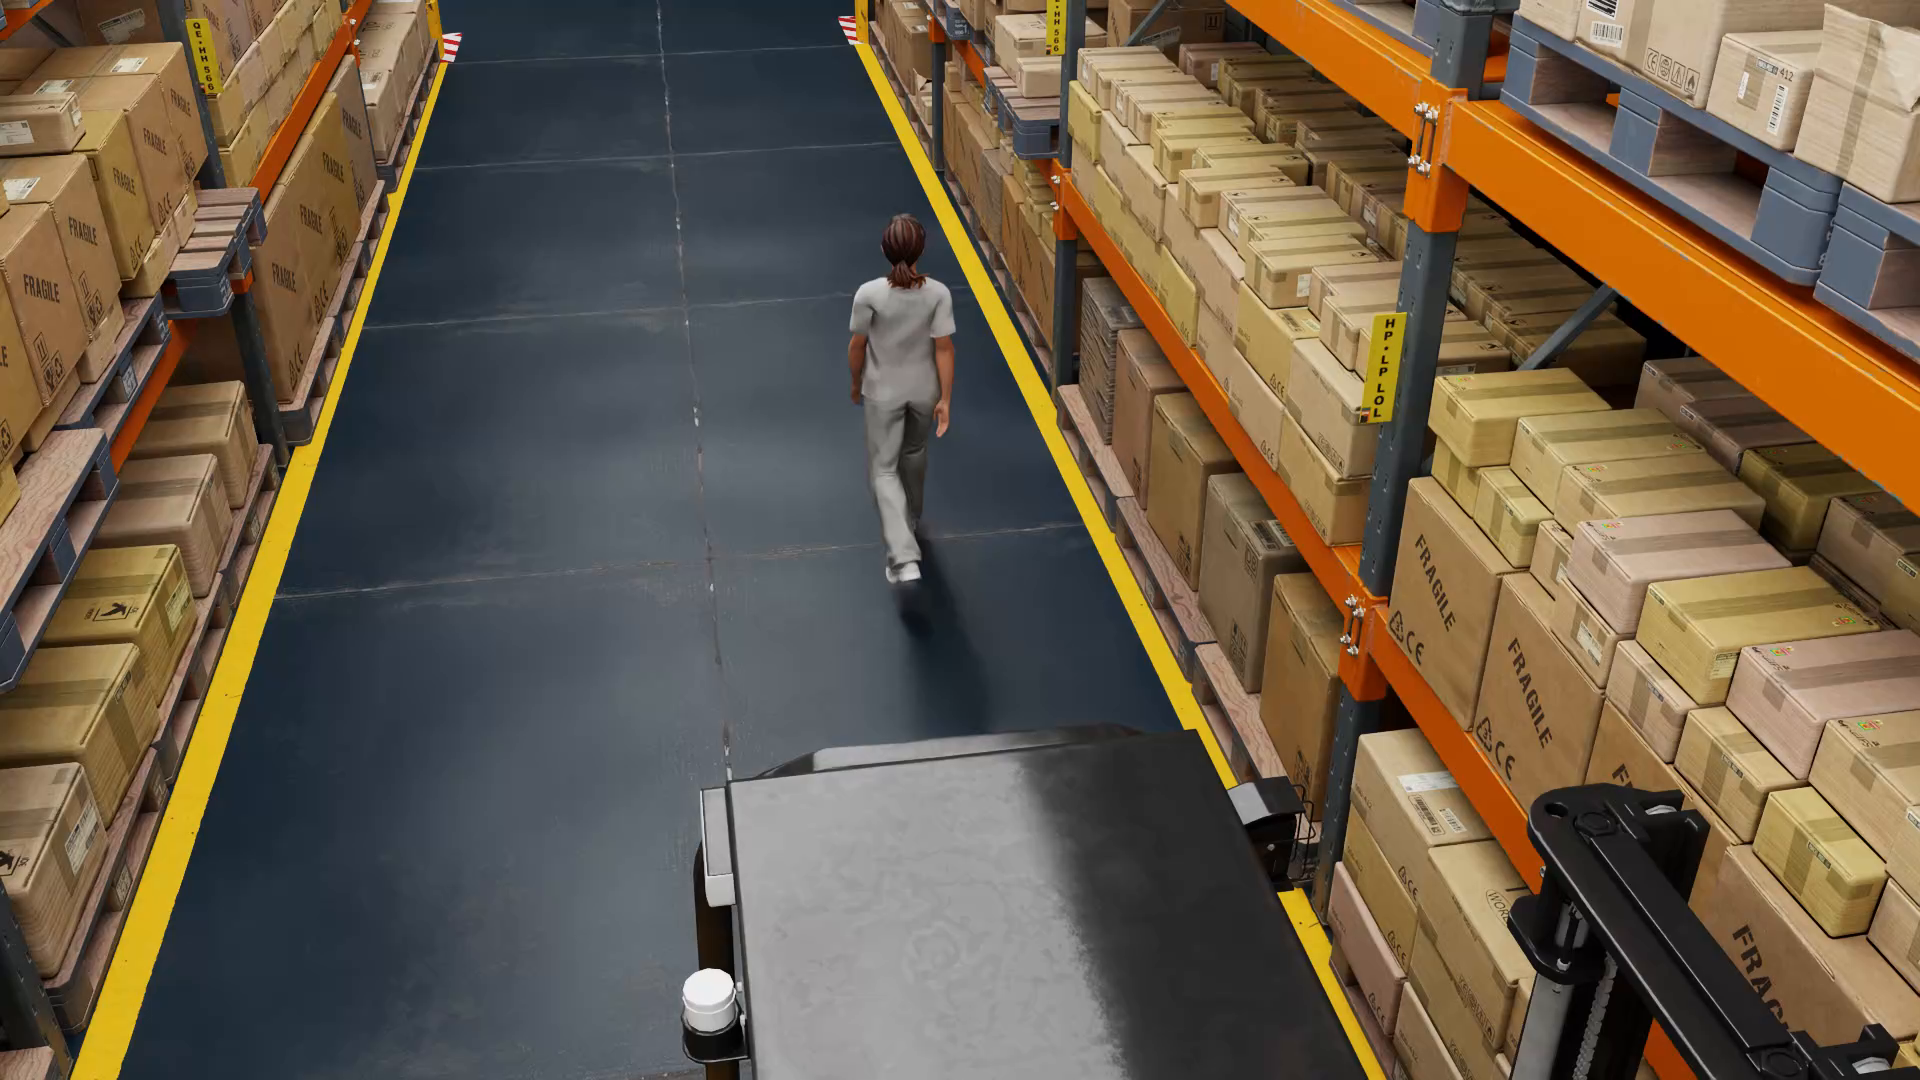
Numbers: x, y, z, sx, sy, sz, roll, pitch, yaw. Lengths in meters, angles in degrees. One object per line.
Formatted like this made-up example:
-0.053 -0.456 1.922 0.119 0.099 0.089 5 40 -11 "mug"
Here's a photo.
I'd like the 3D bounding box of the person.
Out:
-0.245 -0.624 7.175 0.441 1.625 0.993 -7 31 -11 "person"
